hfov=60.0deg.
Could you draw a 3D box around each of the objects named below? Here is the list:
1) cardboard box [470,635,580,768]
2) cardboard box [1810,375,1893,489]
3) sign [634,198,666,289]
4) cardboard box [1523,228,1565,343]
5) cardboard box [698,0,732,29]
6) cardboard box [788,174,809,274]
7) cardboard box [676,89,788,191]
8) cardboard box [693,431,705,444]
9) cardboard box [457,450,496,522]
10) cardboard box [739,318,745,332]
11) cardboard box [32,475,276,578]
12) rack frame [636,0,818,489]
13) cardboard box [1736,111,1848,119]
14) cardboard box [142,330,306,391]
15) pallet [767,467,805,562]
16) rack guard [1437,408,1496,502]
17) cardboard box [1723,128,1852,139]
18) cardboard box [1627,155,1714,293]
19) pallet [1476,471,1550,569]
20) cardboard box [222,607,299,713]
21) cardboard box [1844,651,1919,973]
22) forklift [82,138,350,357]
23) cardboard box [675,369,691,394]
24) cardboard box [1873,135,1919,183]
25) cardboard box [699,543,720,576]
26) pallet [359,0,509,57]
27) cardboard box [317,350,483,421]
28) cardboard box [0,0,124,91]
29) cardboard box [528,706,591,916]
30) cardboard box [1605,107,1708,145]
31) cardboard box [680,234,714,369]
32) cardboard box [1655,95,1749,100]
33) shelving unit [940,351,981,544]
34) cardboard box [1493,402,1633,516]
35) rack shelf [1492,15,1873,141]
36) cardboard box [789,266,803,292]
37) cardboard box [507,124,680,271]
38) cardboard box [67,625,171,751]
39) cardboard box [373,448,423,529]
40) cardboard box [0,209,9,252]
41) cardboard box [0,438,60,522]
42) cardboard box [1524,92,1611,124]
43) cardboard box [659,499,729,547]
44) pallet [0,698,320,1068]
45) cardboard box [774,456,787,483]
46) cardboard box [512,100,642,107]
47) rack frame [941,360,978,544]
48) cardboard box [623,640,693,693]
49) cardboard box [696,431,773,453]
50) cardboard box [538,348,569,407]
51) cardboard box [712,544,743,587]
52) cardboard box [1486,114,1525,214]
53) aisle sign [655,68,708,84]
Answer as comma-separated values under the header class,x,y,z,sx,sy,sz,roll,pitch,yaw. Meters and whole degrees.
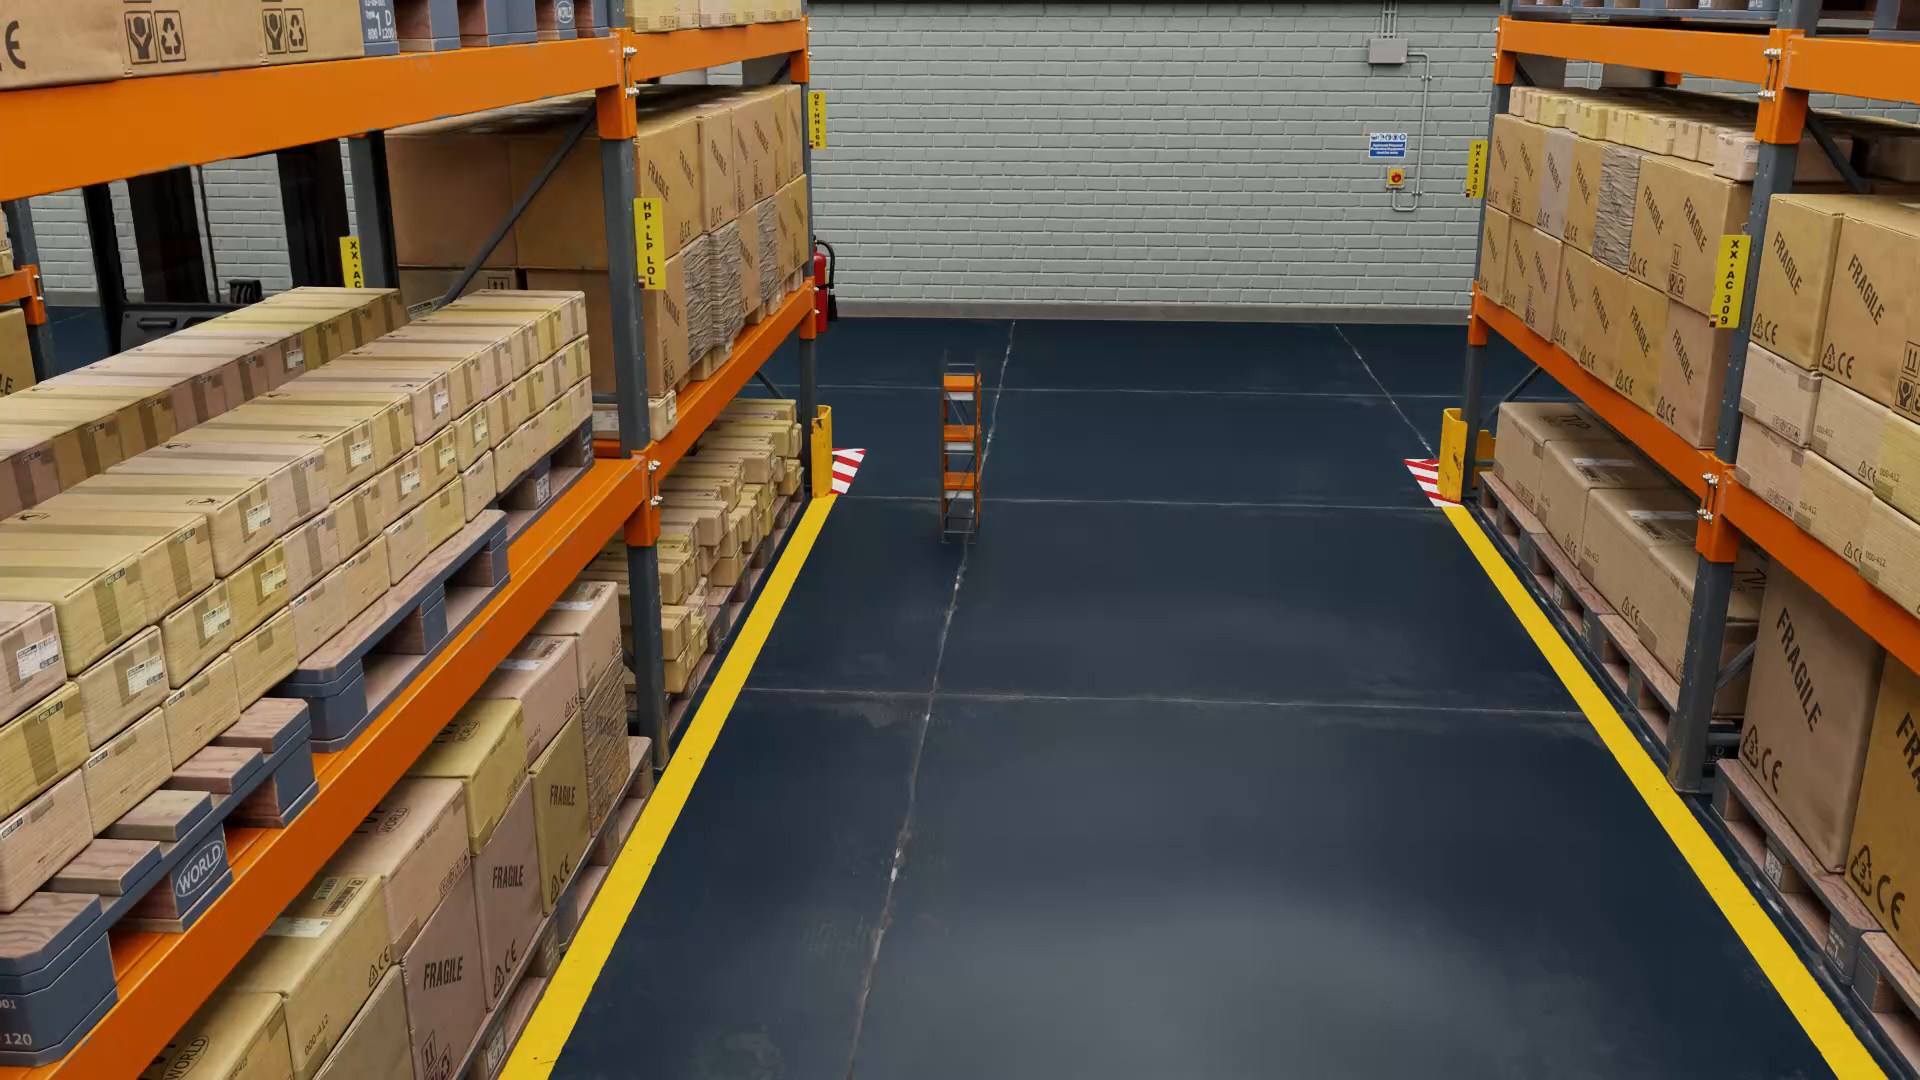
class,x,y,z,sx,sy,sz,roll,pitch,yaw
cardboard box,-1.525,0.498,5.220,0.500,0.250,0.500,2,18,7
cardboard box,2.949,-0.324,5.033,0.500,0.250,0.500,2,18,5
sign,-1.120,-1.069,6.008,0.100,0.325,0.005,1,18,4
cardboard box,3.174,-1.283,8.359,0.500,0.500,0.500,1,18,4
cardboard box,-1.294,-2.339,7.167,0.500,0.250,0.500,2,18,6
cardboard box,-1.162,-1.816,9.509,0.500,0.500,0.500,2,18,5
cardboard box,-1.208,-2.131,8.866,0.500,0.500,0.500,1,18,2
cardboard box,-1.663,-0.656,9.557,0.380,0.149,0.250,2,18,5
cardboard box,-1.575,-0.160,4.823,0.380,0.149,0.250,1,18,2
cardboard box,-1.309,-1.147,8.510,0.380,0.149,0.250,1,18,2
cardboard box,-1.676,-0.031,3.475,0.380,0.149,0.250,1,18,2
rack frame,-1.387,-1.772,10.014,1.000,3.000,0.127,1,18,4
cardboard box,3.594,-1.772,7.205,0.380,0.149,0.250,1,18,4
cardboard box,-2.216,-0.537,5.018,0.380,0.149,0.250,1,18,3
pallet,-1.486,-0.172,9.609,1.003,0.211,1.213,1,18,4
rack guard,3.559,-0.513,10.185,1.175,0.500,0.348,1,18,4
cardboard box,3.103,-1.464,6.265,0.380,0.149,0.250,2,18,5
cardboard box,3.074,-1.283,6.756,0.500,0.500,0.500,1,18,3
pallet,3.578,-0.118,9.444,1.003,0.211,1.213,1,18,4
cardboard box,-1.671,0.247,3.581,0.380,0.149,0.250,2,18,6
cardboard box,3.249,0.834,4.797,0.875,0.875,0.875,2,18,6
forklift,-3.305,-0.821,7.221,1.130,2.935,3.031,2,18,5
cardboard box,-1.391,-0.741,7.271,0.380,0.149,0.250,0,18,1
cardboard box,3.552,-1.374,5.991,0.380,0.149,0.250,1,18,3
cardboard box,-1.353,0.053,7.871,0.380,0.149,0.250,2,18,6
pallet,-1.895,-1.354,4.224,1.213,0.211,1.003,1,18,4
cardboard box,-1.586,-0.442,4.729,0.380,0.149,0.250,1,18,2
cardboard box,-1.654,-0.932,2.472,0.500,0.500,0.500,1,18,4
cardboard box,-1.513,0.853,5.342,0.500,0.500,0.500,1,18,3
cardboard box,3.133,-1.857,7.464,0.380,0.149,0.250,1,18,4
cardboard box,-1.359,-1.021,7.083,0.500,0.500,0.500,1,18,4
cardboard box,3.744,-2.169,8.418,0.380,0.149,0.250,2,18,5
shelving unit,0.004,-0.516,9.310,0.215,1.050,0.252,1,18,4
cardboard box,3.610,-0.468,9.474,0.875,0.438,0.875,1,18,2
rack shelf,3.414,-2.155,7.522,1.077,0.370,4.000,1,18,4
cardboard box,-1.128,-1.545,9.725,0.380,0.149,0.250,1,18,4
cardboard box,-1.398,-1.329,6.416,0.500,0.500,0.500,2,18,5
cardboard box,-1.708,0.261,3.060,0.380,0.149,0.250,2,18,7
cardboard box,-1.619,-0.139,4.280,0.380,0.149,0.250,2,18,6
cardboard box,-6.097,-1.828,9.947,0.500,0.250,0.500,1,18,3
cardboard box,-2.305,-0.130,3.776,0.380,0.149,0.250,1,18,4
cardboard box,3.175,-2.259,8.691,0.380,0.149,0.250,2,18,6
cardboard box,-1.299,-0.082,7.806,0.380,0.149,0.250,2,18,5
pallet,-2.016,0.580,3.144,1.213,0.211,1.003,1,18,4
cardboard box,-1.176,-0.427,9.334,0.380,0.149,0.250,1,18,2
cardboard box,-1.806,-1.826,7.936,0.500,0.500,0.500,1,18,2
rack frame,-0.005,-0.478,9.195,0.200,1.050,0.008,1,18,4
cardboard box,-1.327,0.519,6.924,0.380,0.149,0.250,0,18,2
cardboard box,-1.221,-0.491,9.051,0.380,0.149,0.250,1,18,2
cardboard box,-1.523,-0.542,5.510,0.380,0.149,0.250,1,18,4
cardboard box,-1.275,0.116,8.157,0.380,0.149,0.250,1,18,2
cardboard box,3.239,-2.073,9.166,0.500,0.500,0.500,1,18,3
aisle sign,-1.681,-3.037,9.699,0.394,0.787,0.004,1,18,4
